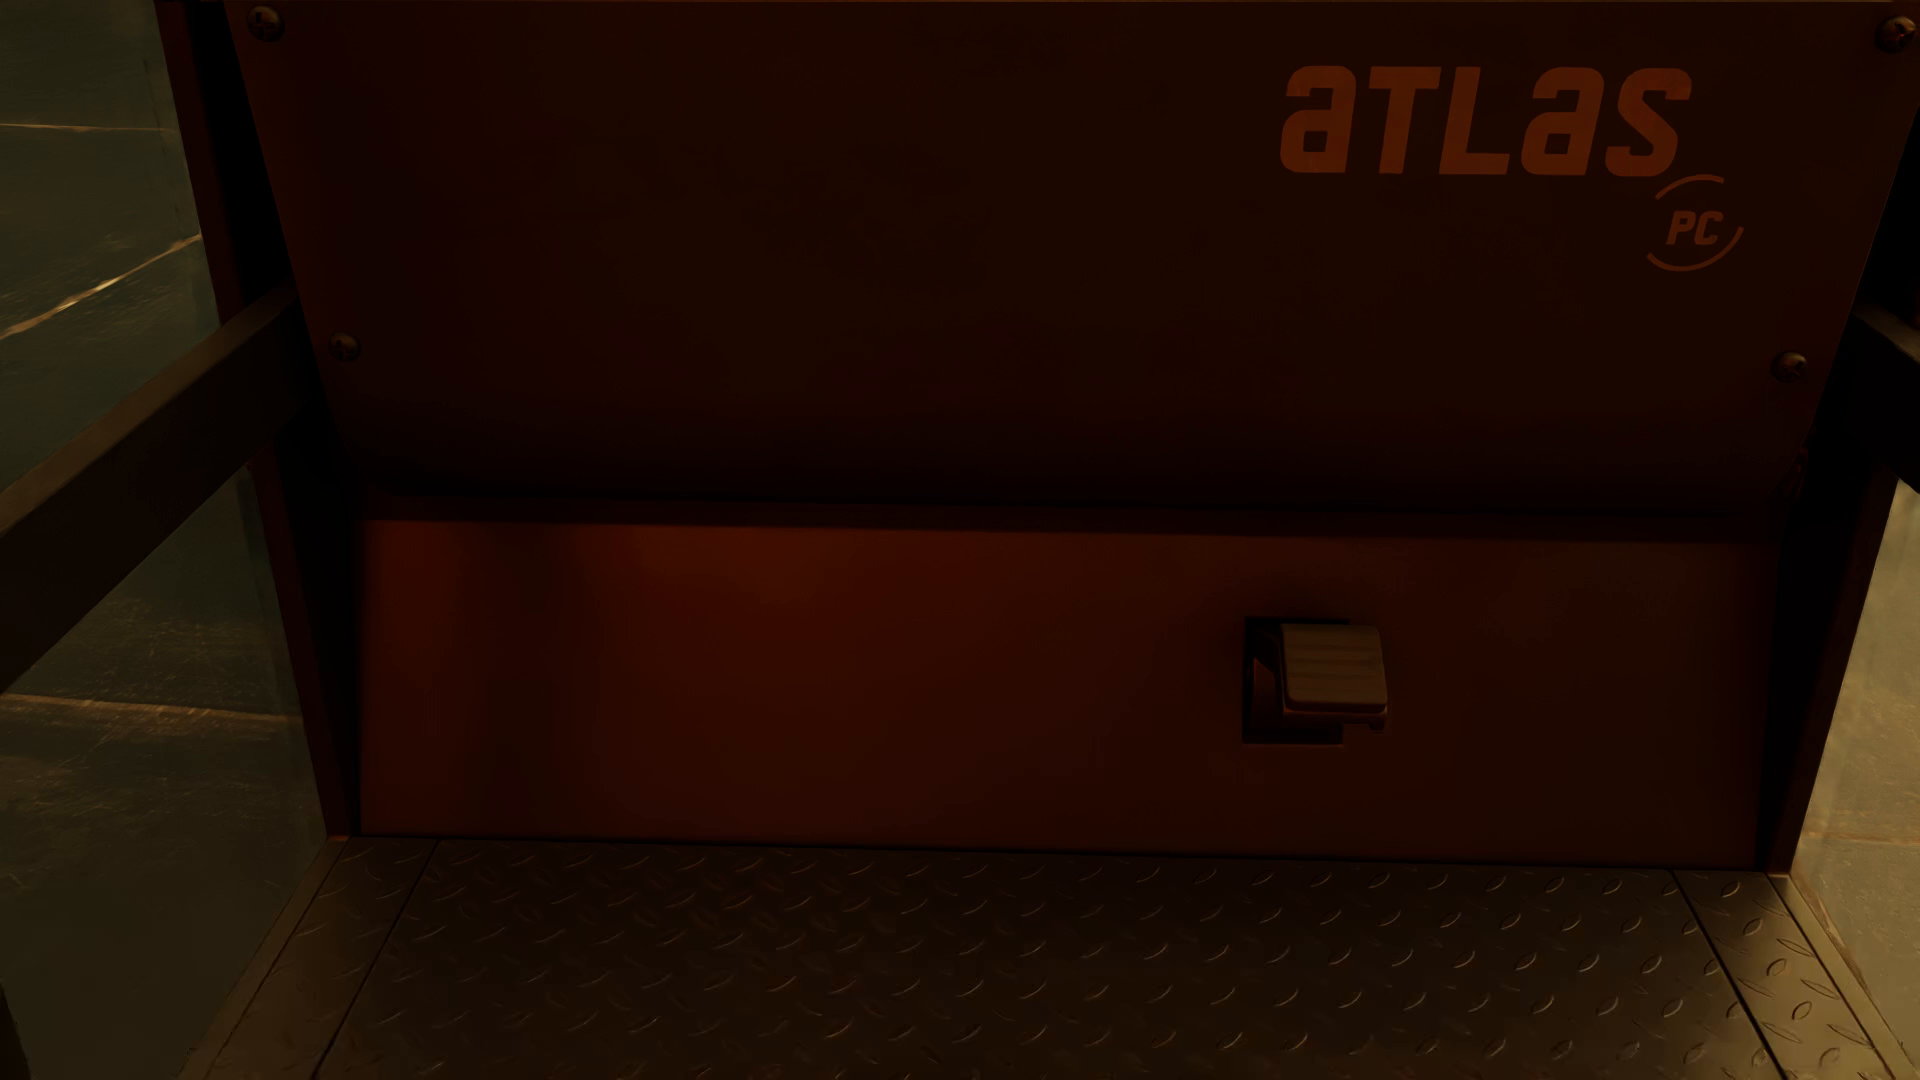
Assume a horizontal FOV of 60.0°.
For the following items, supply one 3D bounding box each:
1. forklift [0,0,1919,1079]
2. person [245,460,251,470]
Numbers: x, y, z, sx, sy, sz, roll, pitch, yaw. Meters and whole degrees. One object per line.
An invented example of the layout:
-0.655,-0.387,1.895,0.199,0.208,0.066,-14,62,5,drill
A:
0.056,-0.668,0.555,1.130,2.935,3.031,1,27,2,forklift
-0.768,-0.882,2.335,0.935,1.660,0.502,5,27,11,person
